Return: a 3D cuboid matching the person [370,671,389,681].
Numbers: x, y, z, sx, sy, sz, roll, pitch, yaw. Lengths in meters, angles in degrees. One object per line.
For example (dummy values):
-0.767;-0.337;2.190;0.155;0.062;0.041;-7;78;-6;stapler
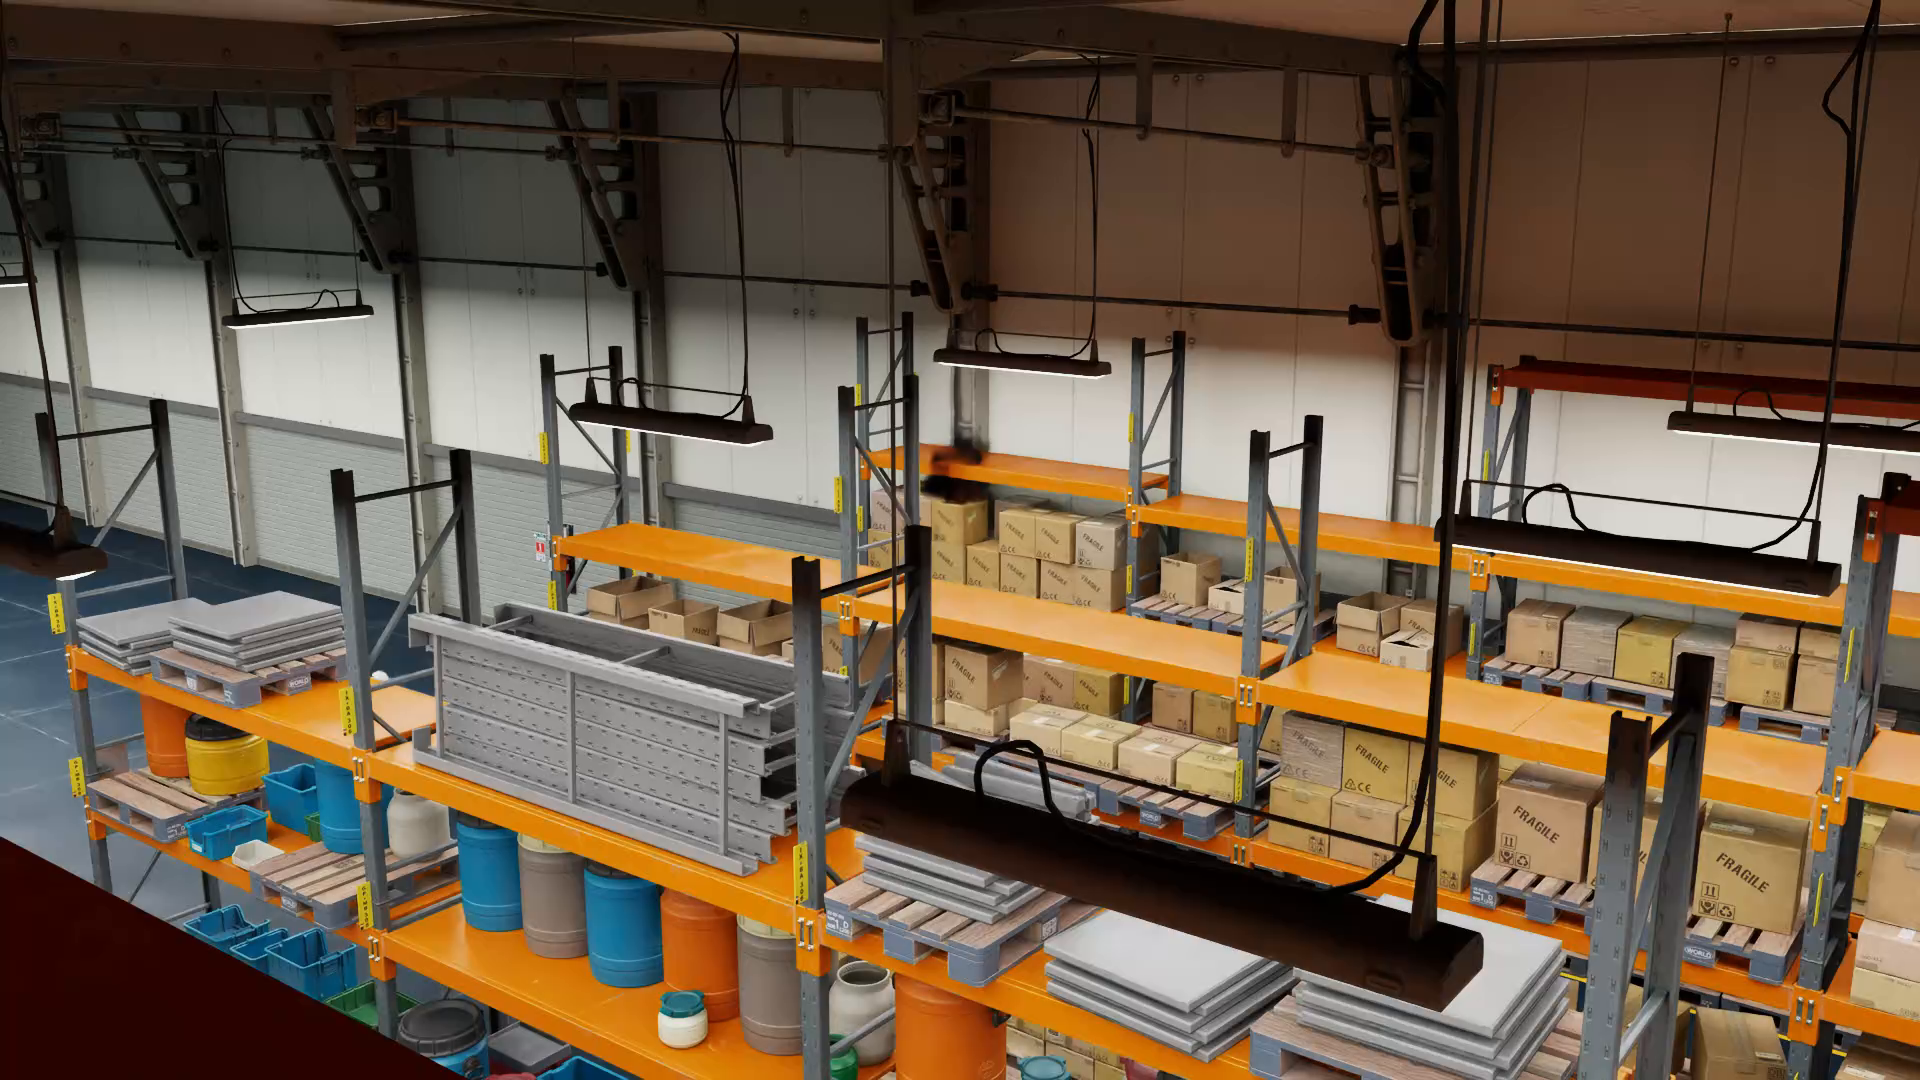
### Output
-7.213;2.473;20.854;0.643;1.729;0.678;-7;15;-29;person
